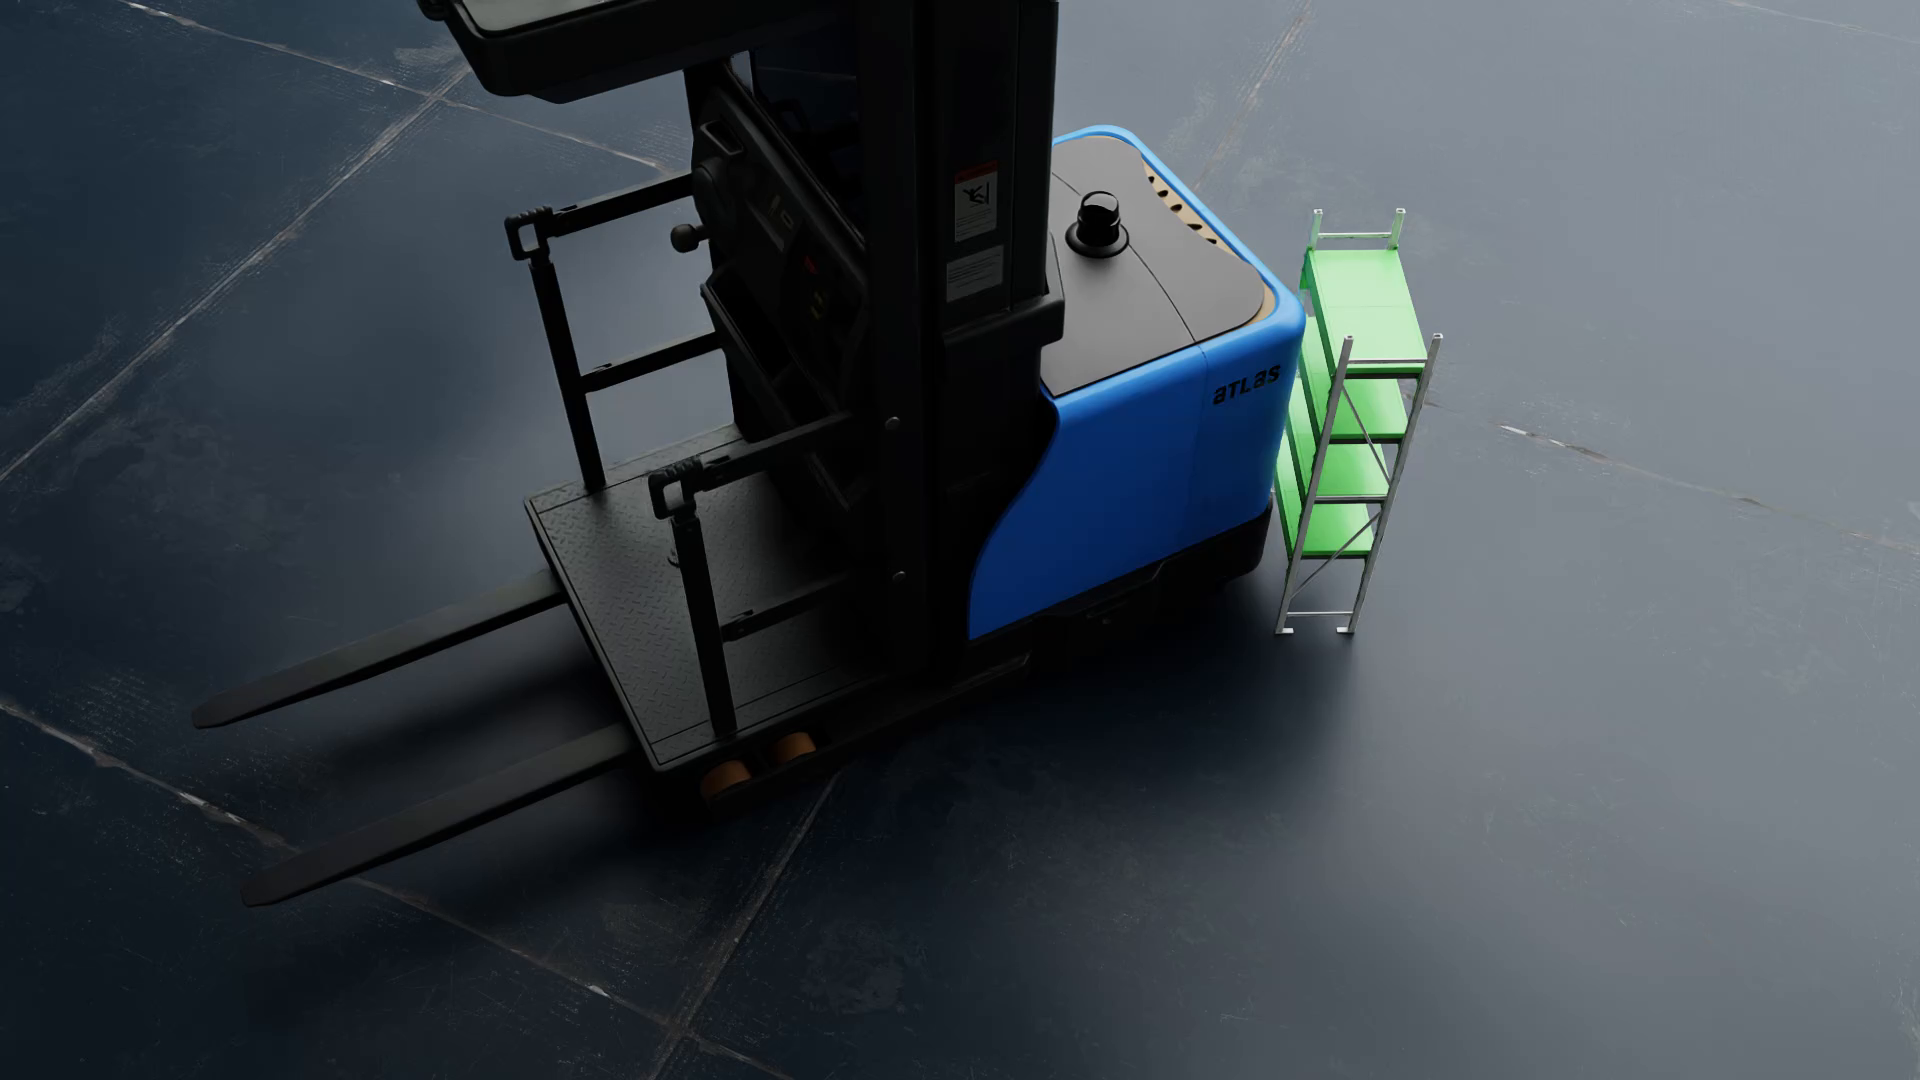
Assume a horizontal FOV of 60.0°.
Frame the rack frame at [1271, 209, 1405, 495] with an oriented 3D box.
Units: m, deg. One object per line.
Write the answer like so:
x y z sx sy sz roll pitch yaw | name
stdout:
1.062 -0.485 4.875 0.240 1.200 0.015 -1 50 -1 | rack frame

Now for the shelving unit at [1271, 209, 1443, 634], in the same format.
1.066 -0.299 4.717 0.258 1.200 0.503 -1 50 -1 | shelving unit

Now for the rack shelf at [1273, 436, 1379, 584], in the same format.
1.066 -0.102 4.948 0.258 0.148 0.480 -1 50 -1 | rack shelf

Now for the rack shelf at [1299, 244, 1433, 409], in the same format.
1.066 -0.569 4.400 0.258 0.148 0.480 -1 50 -1 | rack shelf

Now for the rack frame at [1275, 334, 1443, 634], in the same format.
1.070 -0.113 4.559 0.240 1.200 0.015 -1 50 -1 | rack frame

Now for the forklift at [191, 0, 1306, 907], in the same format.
-0.615 -0.650 3.879 3.031 2.935 1.130 -22 53 -18 | forklift

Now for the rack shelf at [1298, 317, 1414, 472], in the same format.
1.066 -0.413 4.583 0.258 0.148 0.480 -1 50 -1 | rack shelf

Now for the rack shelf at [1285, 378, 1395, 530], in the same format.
1.066 -0.258 4.766 0.258 0.148 0.480 -1 50 -1 | rack shelf
